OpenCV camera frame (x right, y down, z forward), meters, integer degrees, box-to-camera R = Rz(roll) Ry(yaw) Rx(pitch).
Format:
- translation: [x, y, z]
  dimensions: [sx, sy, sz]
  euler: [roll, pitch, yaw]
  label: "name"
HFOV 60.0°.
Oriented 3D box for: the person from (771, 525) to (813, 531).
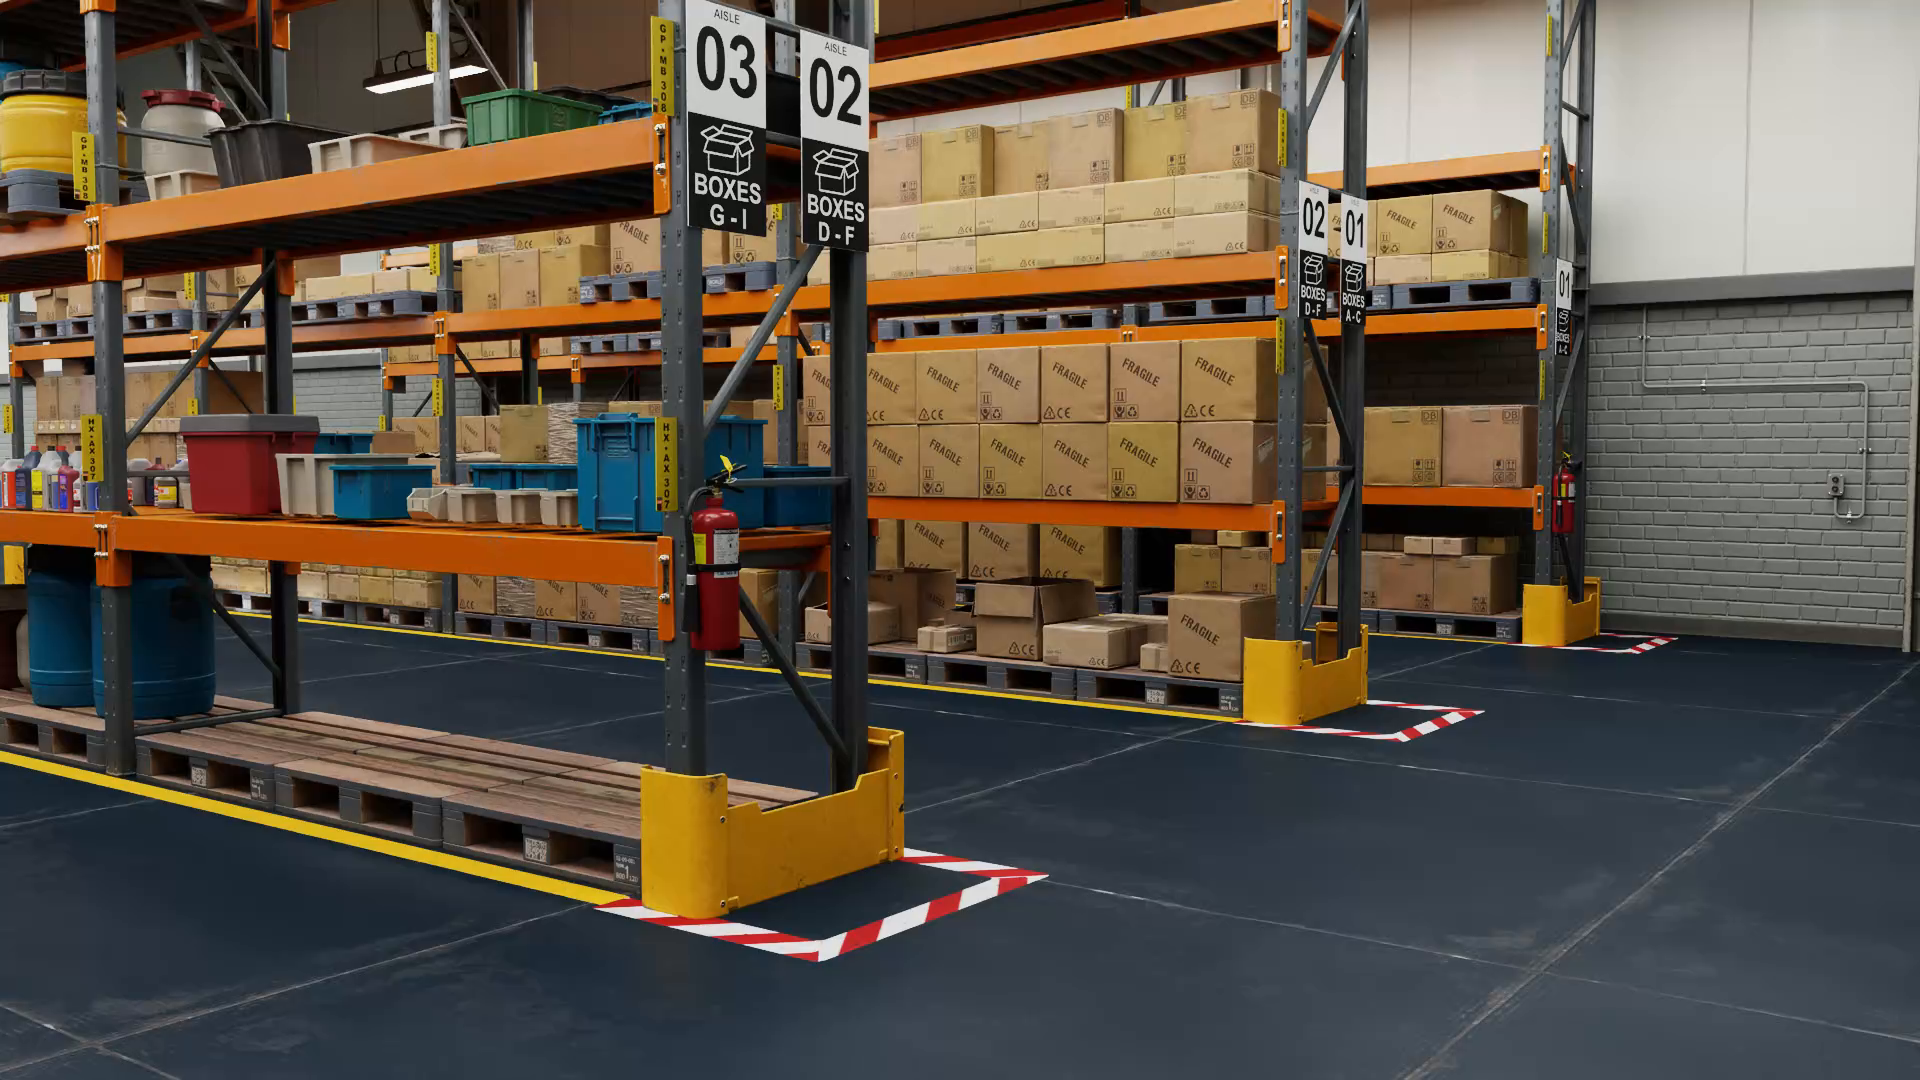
- translation: [-1.739, -0.213, 17.418]
  dimensions: [0.614, 1.815, 0.456]
  euler: [-2, 4, -34]
  label: "person"
